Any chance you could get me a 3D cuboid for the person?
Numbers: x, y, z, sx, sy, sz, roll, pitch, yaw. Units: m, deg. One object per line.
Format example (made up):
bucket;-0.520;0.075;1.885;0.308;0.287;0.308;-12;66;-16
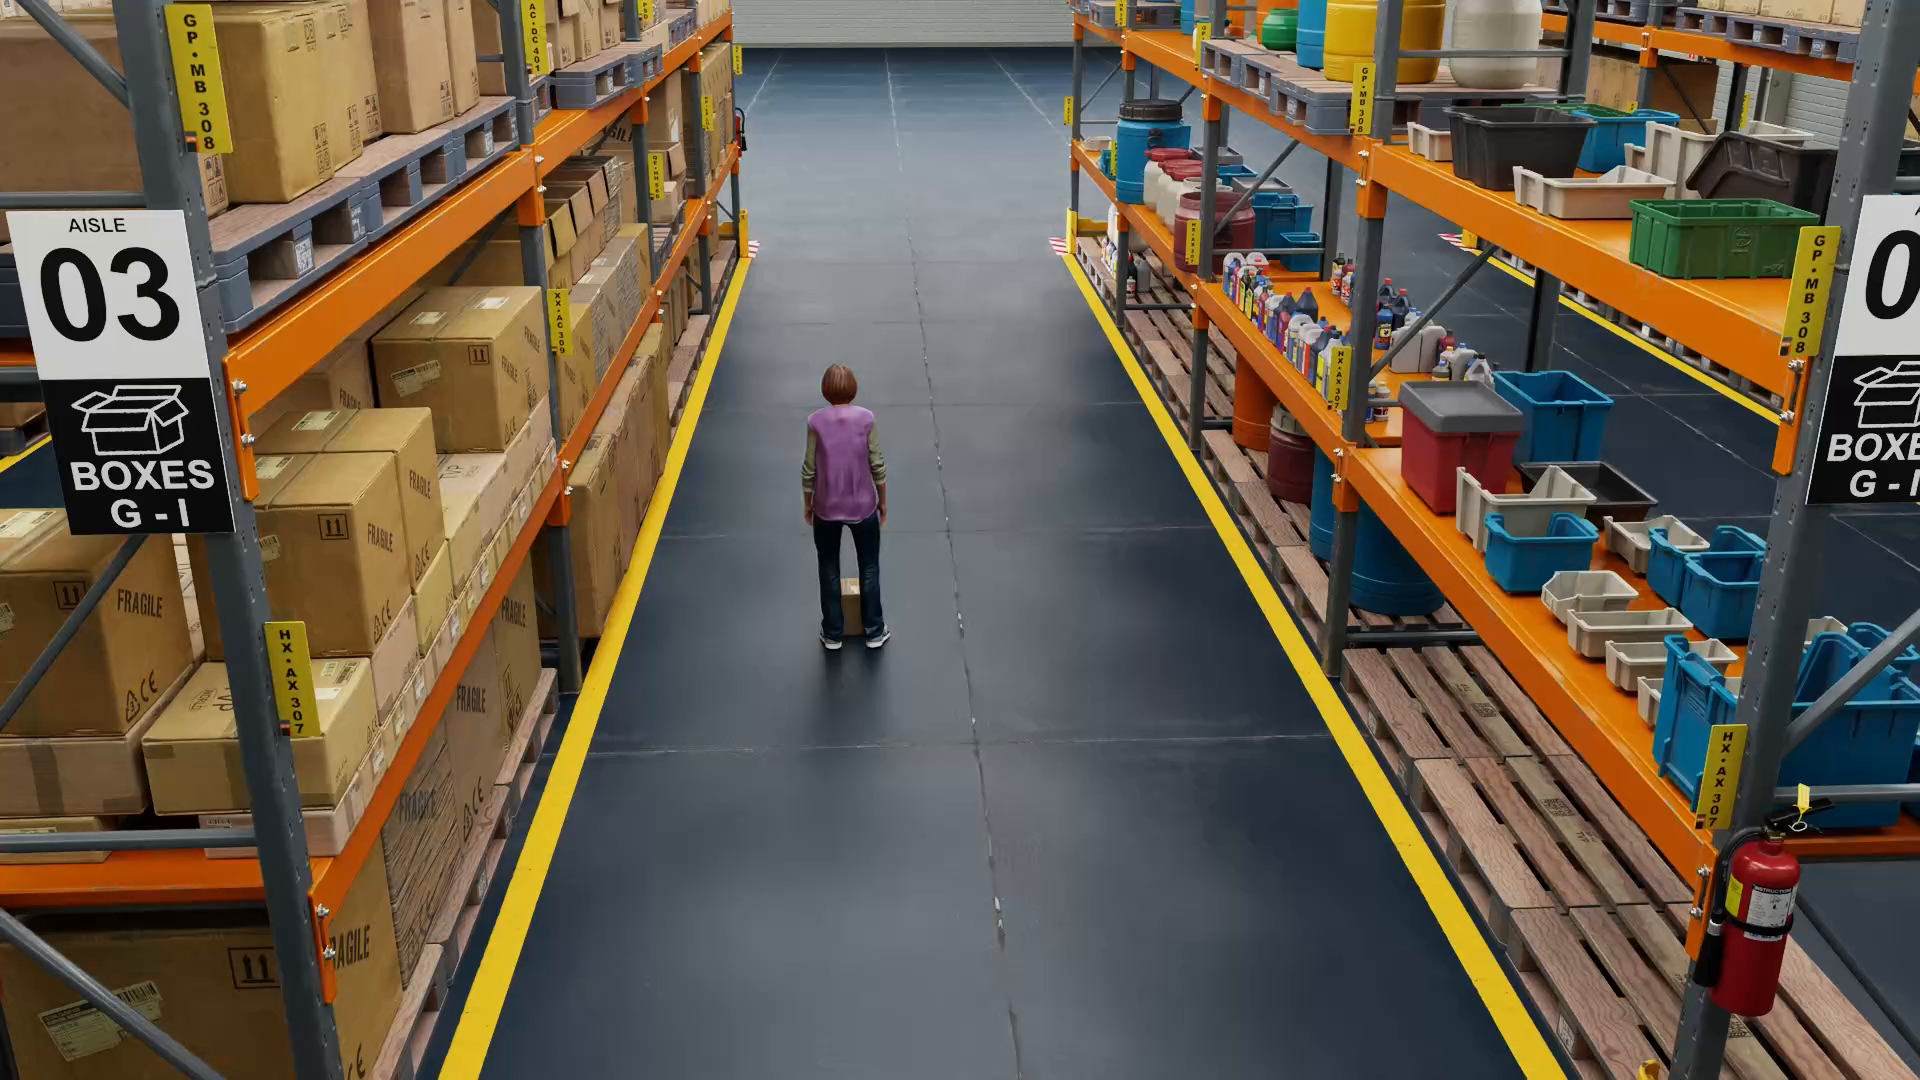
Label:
person;-0.623;-0.165;9.030;0.462;1.593;0.344;-1;21;-3
